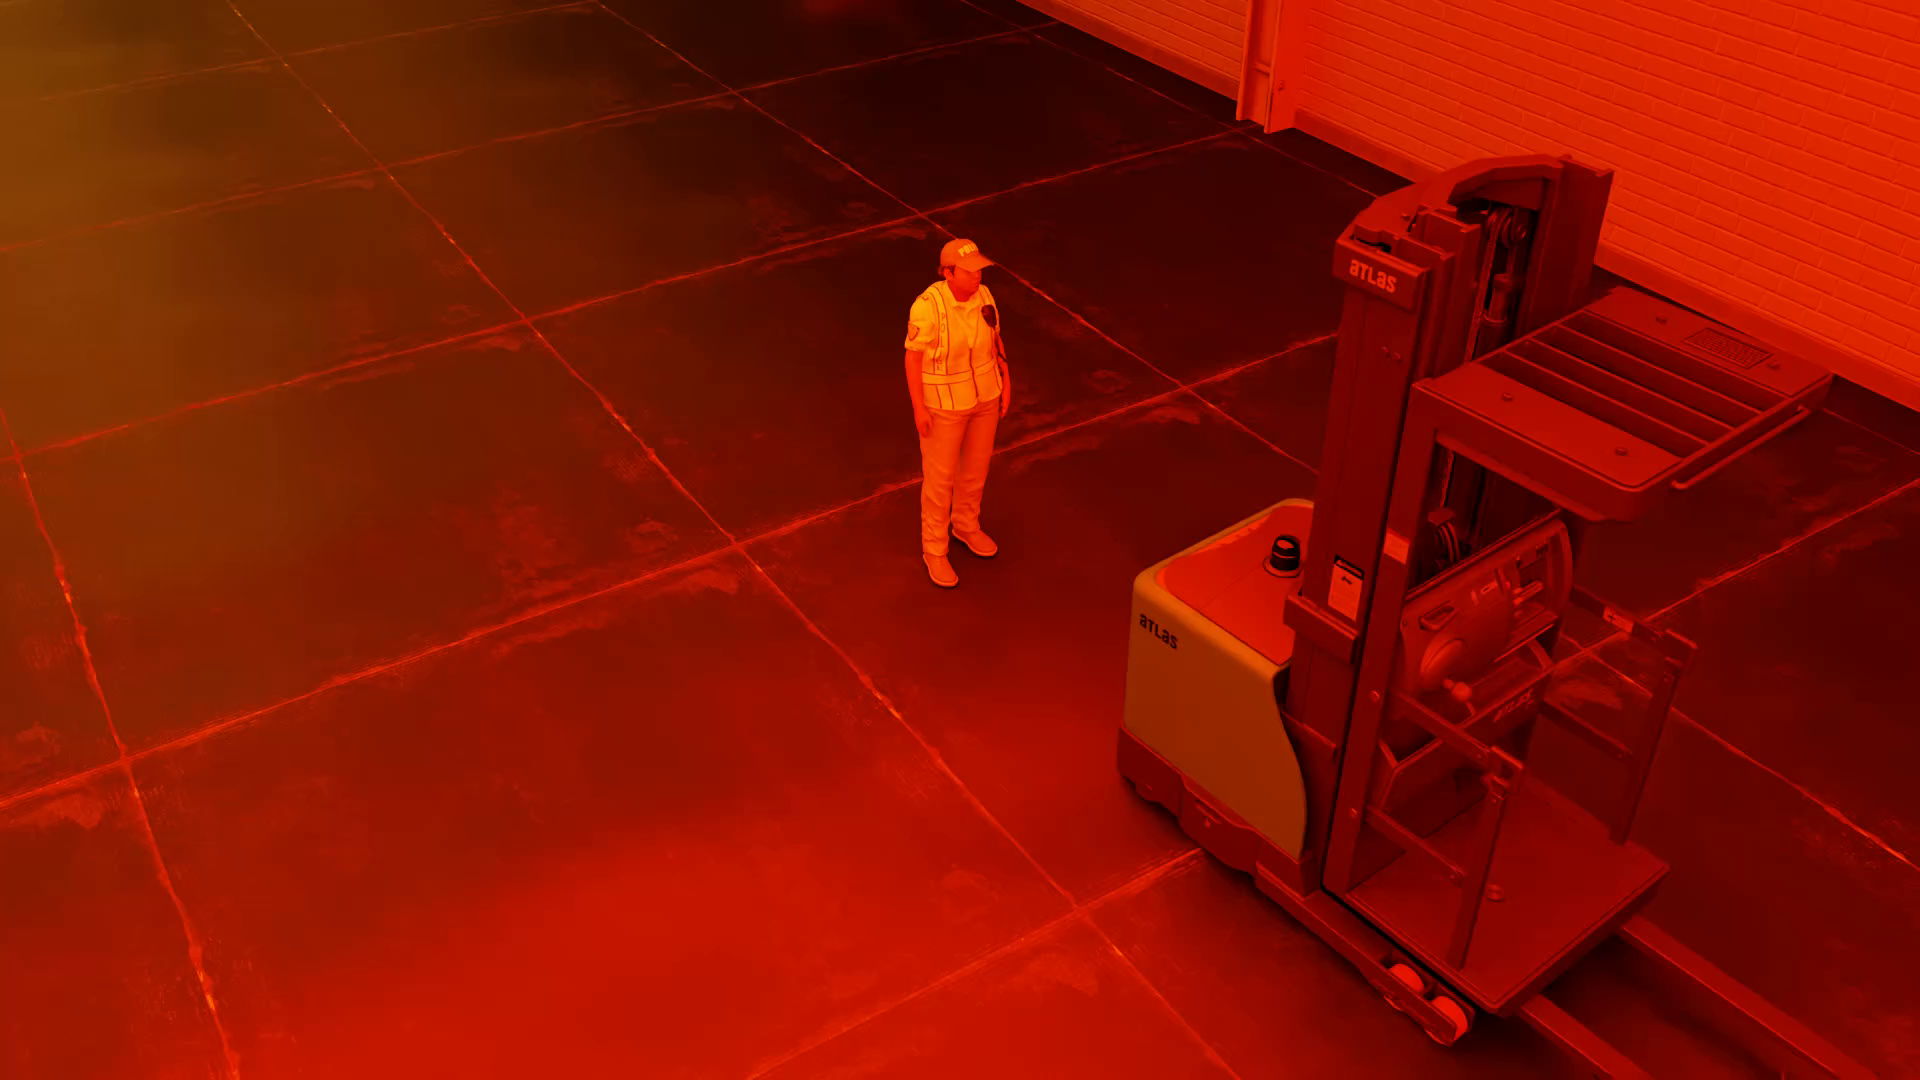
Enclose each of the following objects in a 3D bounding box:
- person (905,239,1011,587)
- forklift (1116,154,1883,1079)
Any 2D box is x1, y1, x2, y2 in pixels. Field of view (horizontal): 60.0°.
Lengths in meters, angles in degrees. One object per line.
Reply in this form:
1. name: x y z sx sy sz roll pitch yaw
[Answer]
1. person: 0.023 -0.644 8.151 0.599 1.670 0.529 -21 40 -27
2. forklift: 1.984 0.313 5.703 1.130 2.935 3.031 -24 42 -30
